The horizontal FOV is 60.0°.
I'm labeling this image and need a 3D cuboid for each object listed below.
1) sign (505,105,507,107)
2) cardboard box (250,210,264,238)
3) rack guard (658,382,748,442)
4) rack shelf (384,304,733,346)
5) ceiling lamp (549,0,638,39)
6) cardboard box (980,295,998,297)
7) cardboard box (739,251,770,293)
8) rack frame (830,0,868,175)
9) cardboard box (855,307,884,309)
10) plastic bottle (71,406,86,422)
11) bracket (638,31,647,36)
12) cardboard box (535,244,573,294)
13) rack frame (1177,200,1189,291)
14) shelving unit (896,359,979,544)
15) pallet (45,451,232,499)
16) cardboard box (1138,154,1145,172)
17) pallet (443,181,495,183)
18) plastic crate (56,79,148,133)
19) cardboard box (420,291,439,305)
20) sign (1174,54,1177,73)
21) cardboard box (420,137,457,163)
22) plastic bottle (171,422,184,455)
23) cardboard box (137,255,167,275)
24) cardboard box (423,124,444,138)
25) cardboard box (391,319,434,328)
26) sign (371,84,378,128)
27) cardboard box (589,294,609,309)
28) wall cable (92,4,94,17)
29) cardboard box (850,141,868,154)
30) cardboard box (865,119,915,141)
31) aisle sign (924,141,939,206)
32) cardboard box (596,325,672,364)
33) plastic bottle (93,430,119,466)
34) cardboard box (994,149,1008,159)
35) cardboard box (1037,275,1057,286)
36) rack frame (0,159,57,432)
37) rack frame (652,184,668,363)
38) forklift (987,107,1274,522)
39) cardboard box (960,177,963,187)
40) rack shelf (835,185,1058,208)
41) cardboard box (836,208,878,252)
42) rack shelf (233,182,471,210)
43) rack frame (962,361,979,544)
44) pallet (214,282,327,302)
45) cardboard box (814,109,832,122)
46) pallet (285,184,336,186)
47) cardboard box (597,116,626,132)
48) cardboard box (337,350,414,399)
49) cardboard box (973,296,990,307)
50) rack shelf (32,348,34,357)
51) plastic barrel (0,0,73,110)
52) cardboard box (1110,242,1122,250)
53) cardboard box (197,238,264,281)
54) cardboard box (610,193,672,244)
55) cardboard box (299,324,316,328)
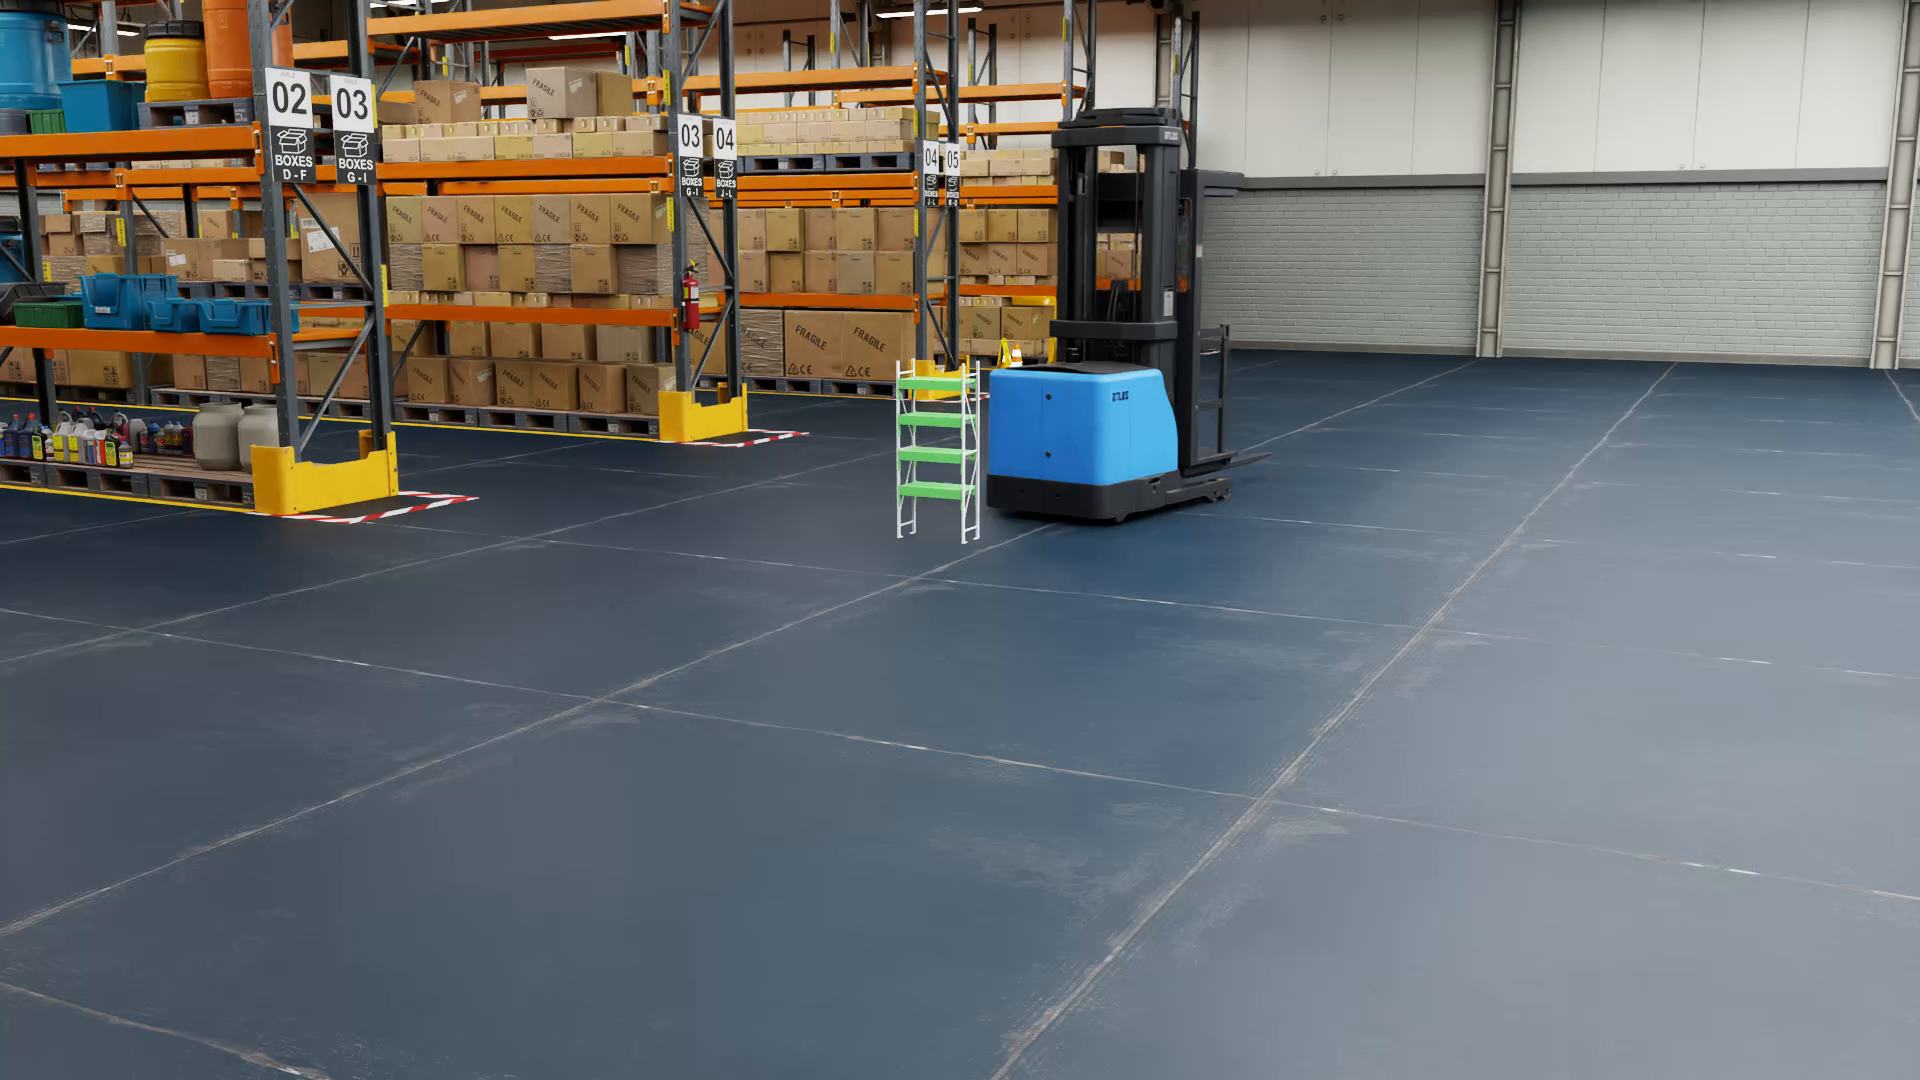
[{"bbox_3d":[-10.081,-9.766,36.857,0.005,0.325,0.100,5,11,26],"label":"sign"},{"bbox_3d":[-11.347,-5.045,26.760,0.500,0.500,0.500,5,12,27],"label":"cardboard box"},{"bbox_3d":[-2.642,-1.329,17.171,0.348,0.500,1.175,5,11,26],"label":"rack guard"},{"bbox_3d":[-4.368,-2.357,17.850,4.000,0.370,1.077,5,11,26],"label":"rack shelf"},{"bbox_3d":[-6.978,-11.282,31.908,2.000,3.185,0.800,5,11,26],"label":"ceiling lamp"},{"bbox_3d":[0.712,-4.502,31.414,0.500,0.250,0.500,5,11,25],"label":"cardboard box"},{"bbox_3d":[-2.604,-3.598,22.267,0.550,0.550,0.875,5,11,26],"label":"cardboard box"},{"bbox_3d":[-1.776,-7.403,26.867,0.127,3.000,1.000,5,11,26],"label":"rack frame"},{"bbox_3d":[-1.367,-3.584,27.047,0.500,0.500,0.500,6,12,29],"label":"cardboard box"},{"bbox_3d":[-7.648,-0.986,14.456,0.185,0.351,0.144,5,11,24],"label":"plastic bottle"},{"bbox_3d":[-6.768,-10.707,35.016,0.430,0.232,0.235,5,11,26],"label":"bracket"},{"bbox_3d":[-3.986,-2.863,17.511,0.500,0.500,0.875,5,11,26],"label":"cardboard box"},{"bbox_3d":[4.004,-4.929,30.042,0.127,3.000,1.000,5,11,26],"label":"rack frame"},{"bbox_3d":[-0.148,-0.603,11.195,0.503,1.200,0.258,5,11,26],"label":"shelving unit"},{"bbox_3d":[-6.671,-0.550,13.675,1.213,0.211,1.003,5,11,26],"label":"pallet"},{"bbox_3d":[3.499,-6.706,29.697,0.500,0.500,0.500,5,12,28],"label":"cardboard box"},{"bbox_3d":[-6.862,-5.309,24.247,1.003,0.211,1.213,6,12,28],"label":"pallet"},{"bbox_3d":[-6.609,-3.333,12.843,0.575,0.384,0.392,5,11,26],"label":"plastic crate"},{"bbox_3d":[-5.647,-2.643,18.115,0.250,0.149,0.380,5,11,26],"label":"cardboard box"},{"bbox_3d":[3.751,-8.294,28.945,0.005,0.325,0.100,5,11,26],"label":"sign"},{"bbox_3d":[-5.394,-4.153,17.755,0.500,0.250,0.500,5,11,25],"label":"cardboard box"},{"bbox_3d":[-6.561,-0.856,13.962,0.097,0.271,0.097,0,10,0],"label":"plastic bottle"},{"bbox_3d":[-10.064,-3.315,20.841,0.500,0.500,0.500,5,12,27],"label":"cardboard box"},{"bbox_3d":[-5.502,-4.357,17.761,0.250,0.149,0.380,5,11,26],"label":"cardboard box"},{"bbox_3d":[-8.192,-3.325,24.916,0.500,0.250,0.500,5,11,24],"label":"cardboard box"},{"bbox_3d":[-4.518,-3.330,12.760,0.005,0.325,0.100,5,11,26],"label":"sign"},{"bbox_3d":[-3.609,-2.473,17.174,0.250,0.149,0.380,5,11,26],"label":"cardboard box"},{"bbox_3d":[-18.225,-11.832,32.806,0.029,3.000,2.355,5,11,26],"label":"wall cable"},{"bbox_3d":[-1.193,-4.958,21.024,0.250,0.149,0.380,5,11,27],"label":"cardboard box"},{"bbox_3d":[-0.851,-5.136,20.888,0.500,0.250,0.500,5,11,27],"label":"cardboard box"},{"bbox_3d":[-0.358,-4.563,20.721,0.004,0.787,0.394,5,11,26],"label":"aisle sign"},{"bbox_3d":[-4.472,-2.787,23.343,0.750,0.750,1.050,5,11,26],"label":"cardboard box"},{"bbox_3d":[-6.820,-0.737,13.294,0.135,0.276,0.152,5,11,26],"label":"plastic bottle"},{"bbox_3d":[0.721,-5.932,25.628,0.250,0.149,0.380,5,11,26],"label":"cardboard box"},{"bbox_3d":[1.381,-4.008,25.656,0.250,0.149,0.380,5,12,28],"label":"cardboard box"},{"bbox_3d":[-8.353,-2.077,14.286,0.127,3.000,1.000,5,11,26],"label":"rack frame"},{"bbox_3d":[-3.876,-3.653,22.989,0.127,3.000,1.000,5,11,26],"label":"rack frame"},{"bbox_3d":[1.480,-1.780,12.835,1.130,2.935,3.031,8,13,36],"label":"forklift"},{"bbox_3d":[-0.030,-5.586,25.953,0.250,0.149,0.380,5,11,25],"label":"cardboard box"},{"bbox_3d":[0.017,-5.416,26.328,4.000,0.370,1.077,5,11,26],"label":"rack shelf"},{"bbox_3d":[-1.138,-4.007,21.492,0.550,0.550,0.875,5,11,26],"label":"cardboard box"},{"bbox_3d":[-9.257,-5.247,25.399,4.000,0.370,1.077,5,11,26],"label":"rack shelf"},{"bbox_3d":[0.070,-0.584,11.089,0.015,1.200,0.240,5,11,26],"label":"rack frame"},{"bbox_3d":[-7.955,-2.940,19.589,1.213,0.211,1.003,5,11,26],"label":"pallet"},{"bbox_3d":[-1.650,-5.391,21.176,0.250,0.149,0.380,5,11,26],"label":"cardboard box"},{"bbox_3d":[-9.612,-5.520,25.410,1.003,0.211,1.213,5,11,26],"label":"pallet"},{"bbox_3d":[-3.437,-4.167,16.710,0.250,0.149,0.380,4,11,23],"label":"cardboard box"},{"bbox_3d":[-6.702,-1.907,19.126,0.500,0.500,0.700,4,11,21],"label":"cardboard box"},{"bbox_3d":[0.394,-3.738,26.074,0.250,0.149,0.380,5,12,27],"label":"cardboard box"},{"bbox_3d":[-10.146,-1.881,15.221,4.000,0.370,1.077,5,11,26],"label":"rack shelf"},{"bbox_3d":[-7.508,-3.911,13.409,0.708,0.901,0.600,5,11,26],"label":"plastic barrel"},{"bbox_3d":[2.904,-5.347,30.249,0.250,0.149,0.380,5,11,25],"label":"cardboard box"},{"bbox_3d":[-8.702,-3.375,19.997,0.500,0.500,0.700,7,12,34],"label":"cardboard box"},{"bbox_3d":[-3.177,-3.245,16.812,0.500,0.500,0.500,5,11,26],"label":"cardboard box"},{"bbox_3d":[-10.030,-3.118,25.873,0.500,0.500,0.500,6,12,28],"label":"cardboard box"}]
